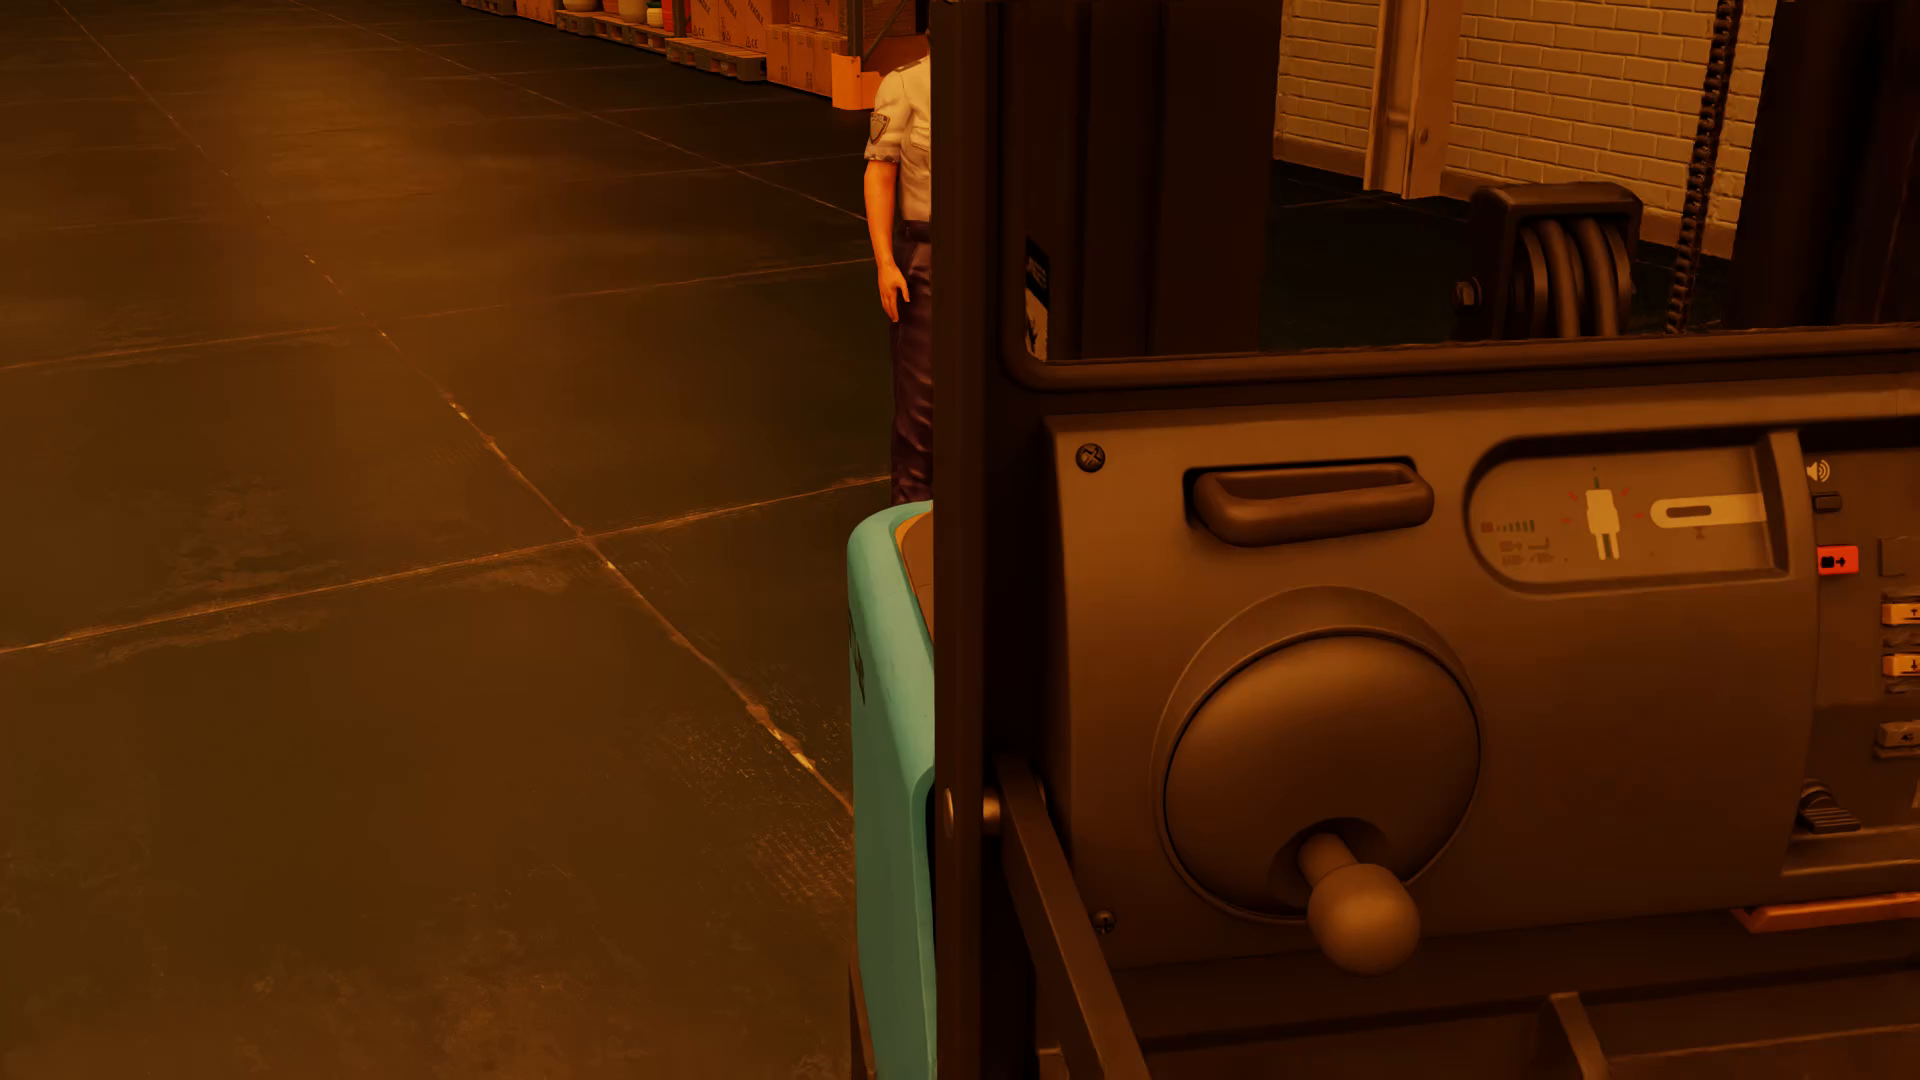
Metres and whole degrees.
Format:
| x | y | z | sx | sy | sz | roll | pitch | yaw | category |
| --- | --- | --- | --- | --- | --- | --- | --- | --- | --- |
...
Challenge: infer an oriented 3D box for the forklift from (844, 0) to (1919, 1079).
| x | y | z | sx | sy | sz | roll | pitch | yaw | category |
| --- | --- | --- | --- | --- | --- | --- | --- | --- | --- |
| 0.555 | 0.085 | 1.065 | 1.130 | 2.935 | 3.031 | -3 | 23 | -8 | forklift |

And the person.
| x | y | z | sx | sy | sz | roll | pitch | yaw | category |
| --- | --- | --- | --- | --- | --- | --- | --- | --- | --- |
| 0.025 | -0.731 | 4.738 | 0.598 | 1.643 | 0.502 | -12 | 25 | -28 | person |
